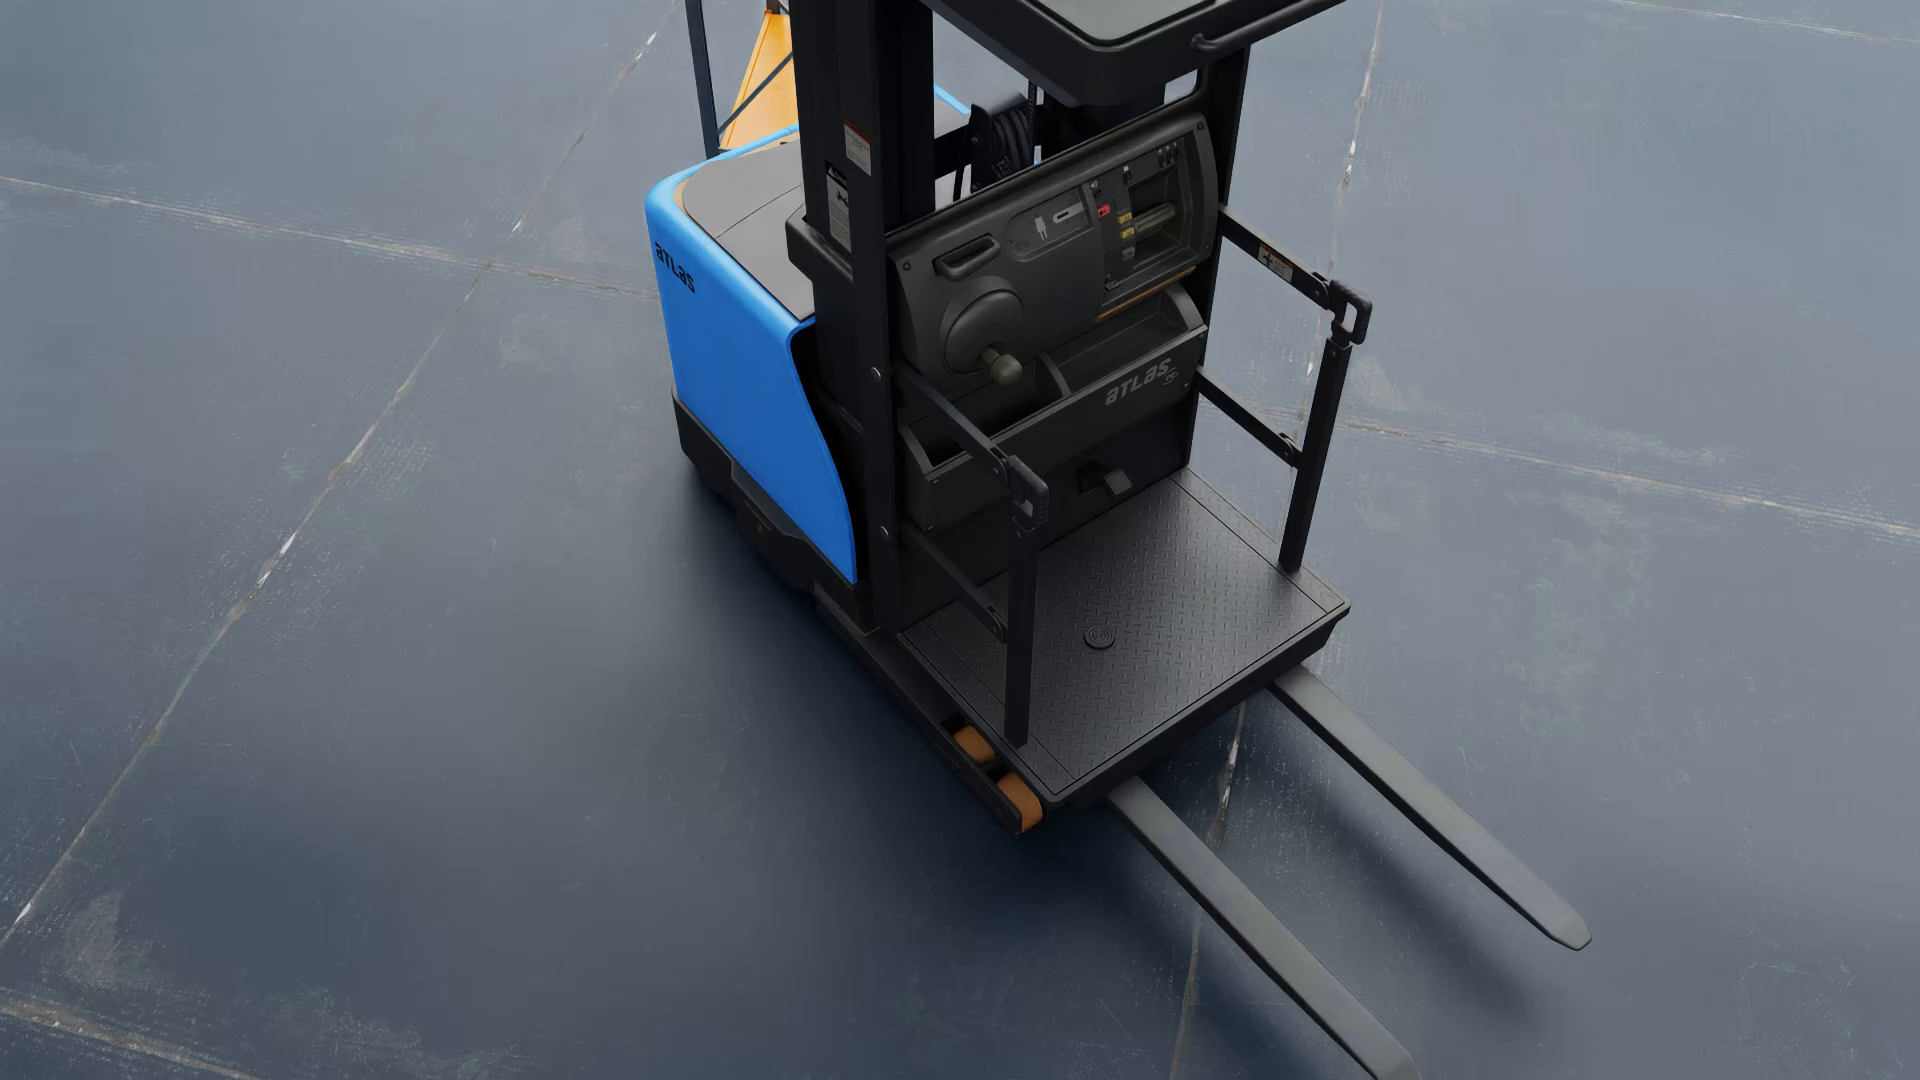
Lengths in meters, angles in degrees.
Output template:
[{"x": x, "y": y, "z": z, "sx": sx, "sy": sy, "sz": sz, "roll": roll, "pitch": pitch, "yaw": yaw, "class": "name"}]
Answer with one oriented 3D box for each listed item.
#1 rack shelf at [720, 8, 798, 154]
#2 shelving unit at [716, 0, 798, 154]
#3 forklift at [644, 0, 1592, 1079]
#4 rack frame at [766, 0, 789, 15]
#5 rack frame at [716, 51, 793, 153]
[{"x": -0.513, "y": -1.496, "z": 5.810, "sx": 0.538, "sy": 0.185, "sz": 1.000, "roll": 5, "pitch": 49, "yaw": 4, "class": "rack shelf"}, {"x": -0.514, "y": -1.608, "z": 5.669, "sx": 0.587, "sy": 1.500, "sz": 1.083, "roll": 5, "pitch": 49, "yaw": 4, "class": "shelving unit"}, {"x": 0.377, "y": -0.597, "z": 3.822, "sx": 1.130, "sy": 2.935, "sz": 3.031, "roll": -30, "pitch": 55, "yaw": -24, "class": "forklift"}, {"x": -0.457, "y": -1.994, "z": 6.009, "sx": 0.500, "sy": 1.500, "sz": 0.032, "roll": 5, "pitch": 49, "yaw": 4, "class": "rack frame"}, {"x": -0.571, "y": -1.236, "z": 5.341, "sx": 0.475, "sy": 1.308, "sz": 0.013, "roll": 5, "pitch": 49, "yaw": 4, "class": "rack frame"}]
